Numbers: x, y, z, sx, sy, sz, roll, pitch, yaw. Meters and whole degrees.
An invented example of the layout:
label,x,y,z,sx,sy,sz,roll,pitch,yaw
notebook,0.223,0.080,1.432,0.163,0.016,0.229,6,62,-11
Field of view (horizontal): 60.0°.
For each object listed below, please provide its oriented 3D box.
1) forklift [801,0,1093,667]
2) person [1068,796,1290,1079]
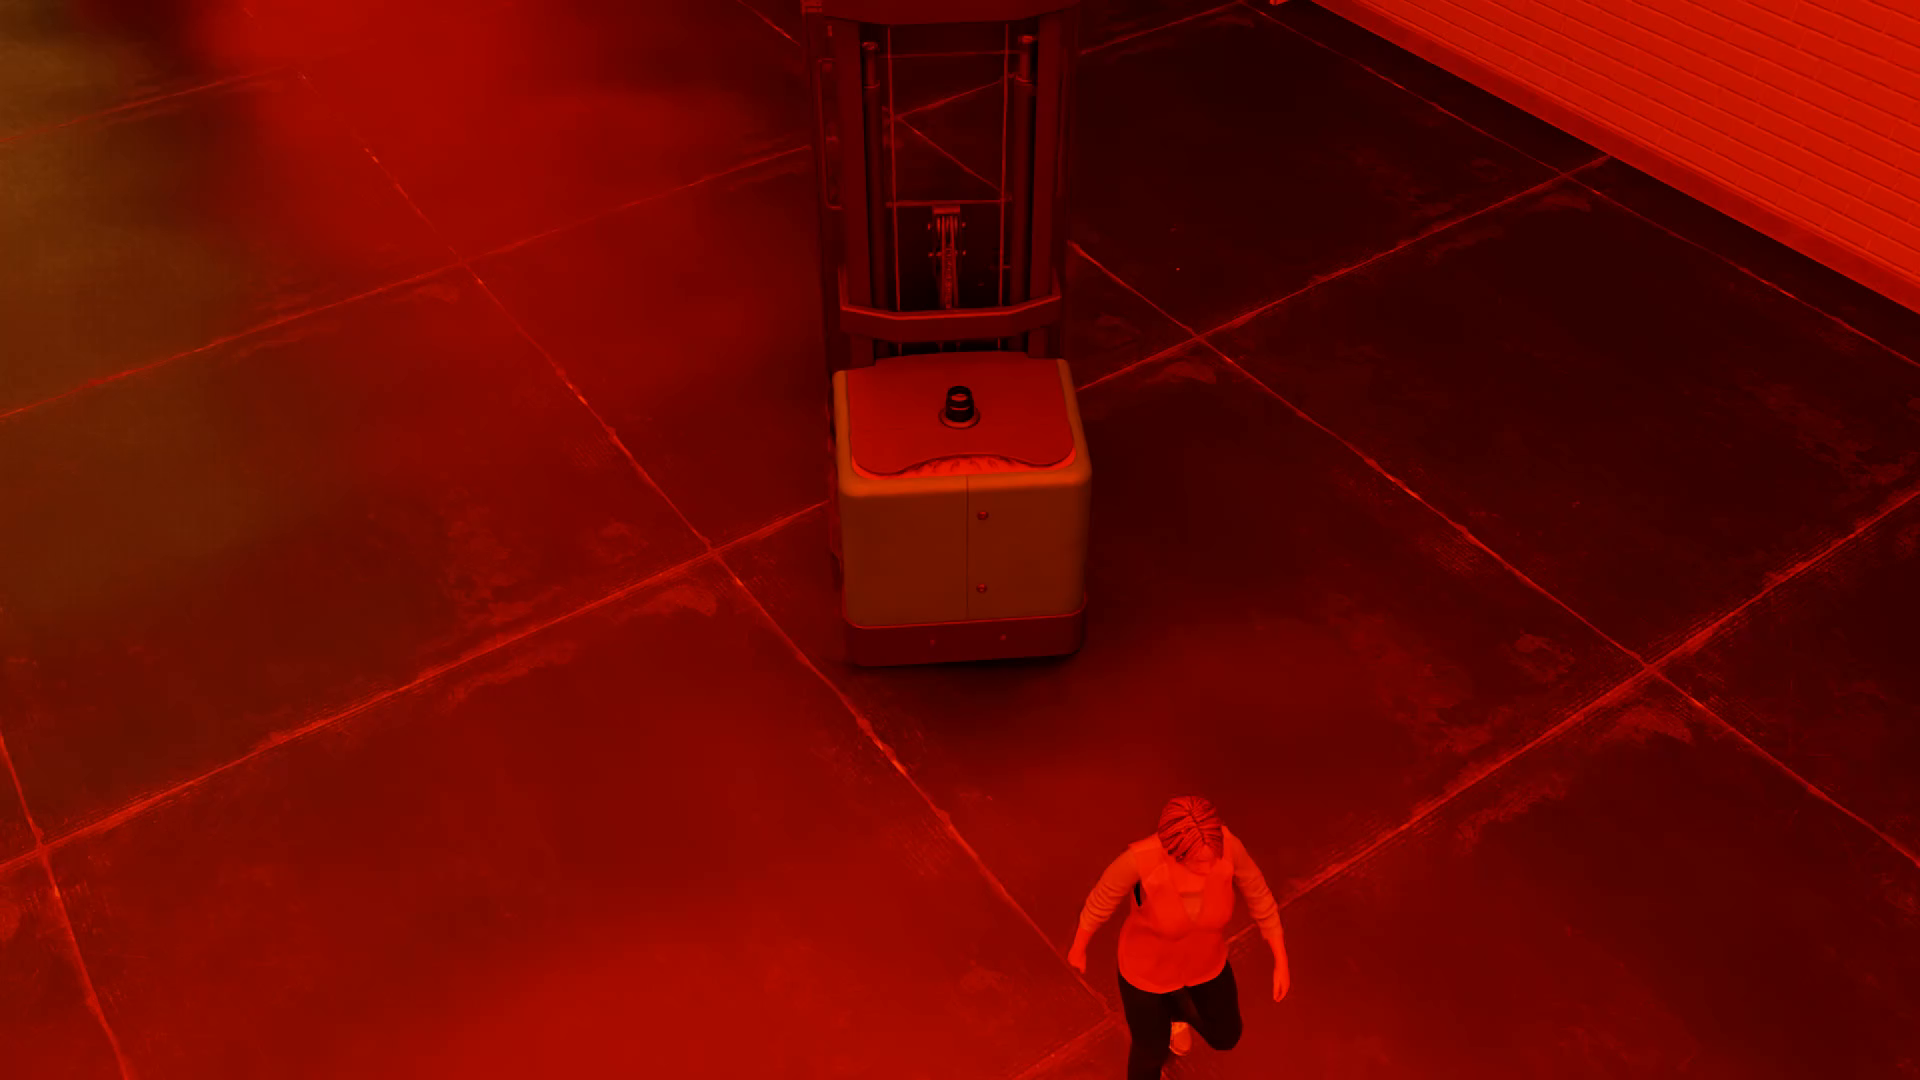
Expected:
label,x,y,z,sx,sy,sz,roll,pitch,yaw
forklift,-0.099,-1.523,7.368,1.130,2.935,3.031,-3,43,-4
person,0.673,1.319,5.288,0.624,1.579,0.494,-11,44,-12
